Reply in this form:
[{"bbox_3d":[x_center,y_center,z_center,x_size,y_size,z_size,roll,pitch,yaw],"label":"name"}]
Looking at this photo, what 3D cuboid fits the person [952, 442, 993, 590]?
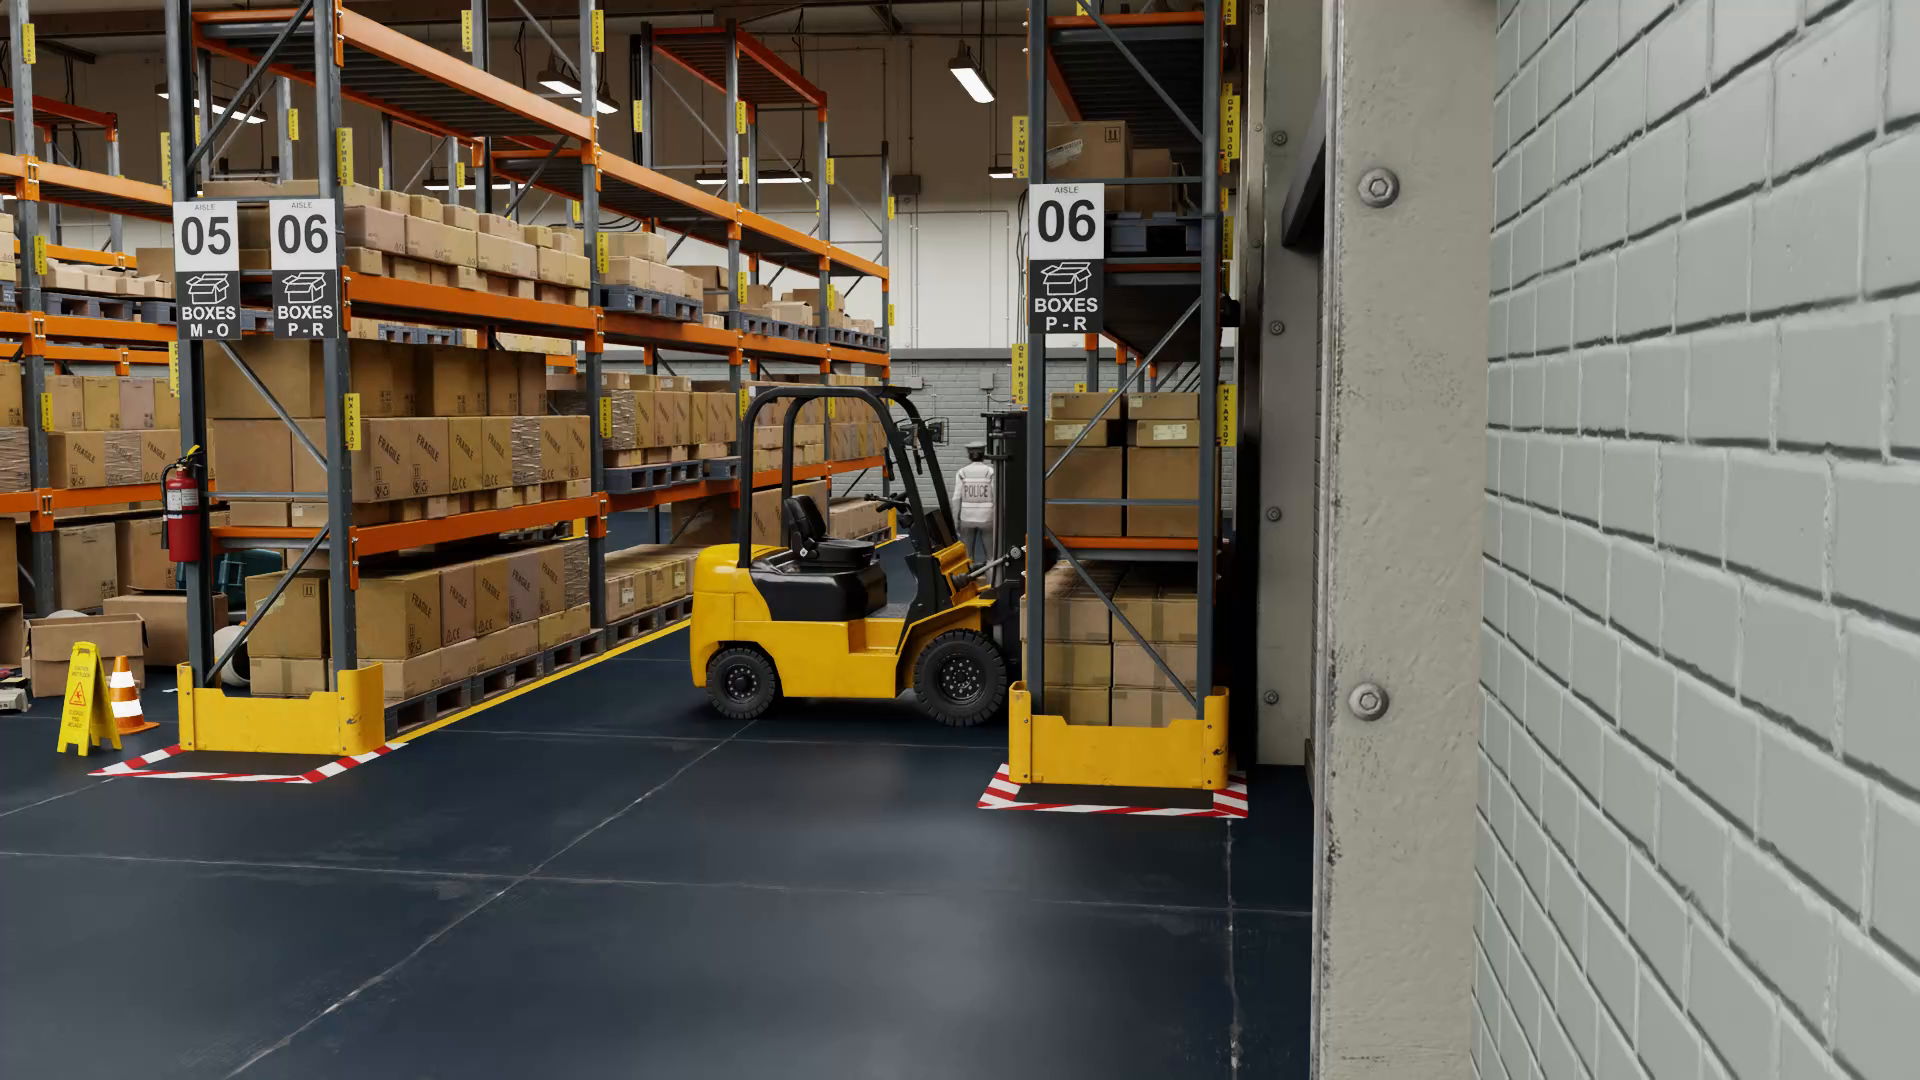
[{"bbox_3d":[0.180,-0.169,16.997,0.527,1.662,0.375,0,5,6],"label":"person"}]
